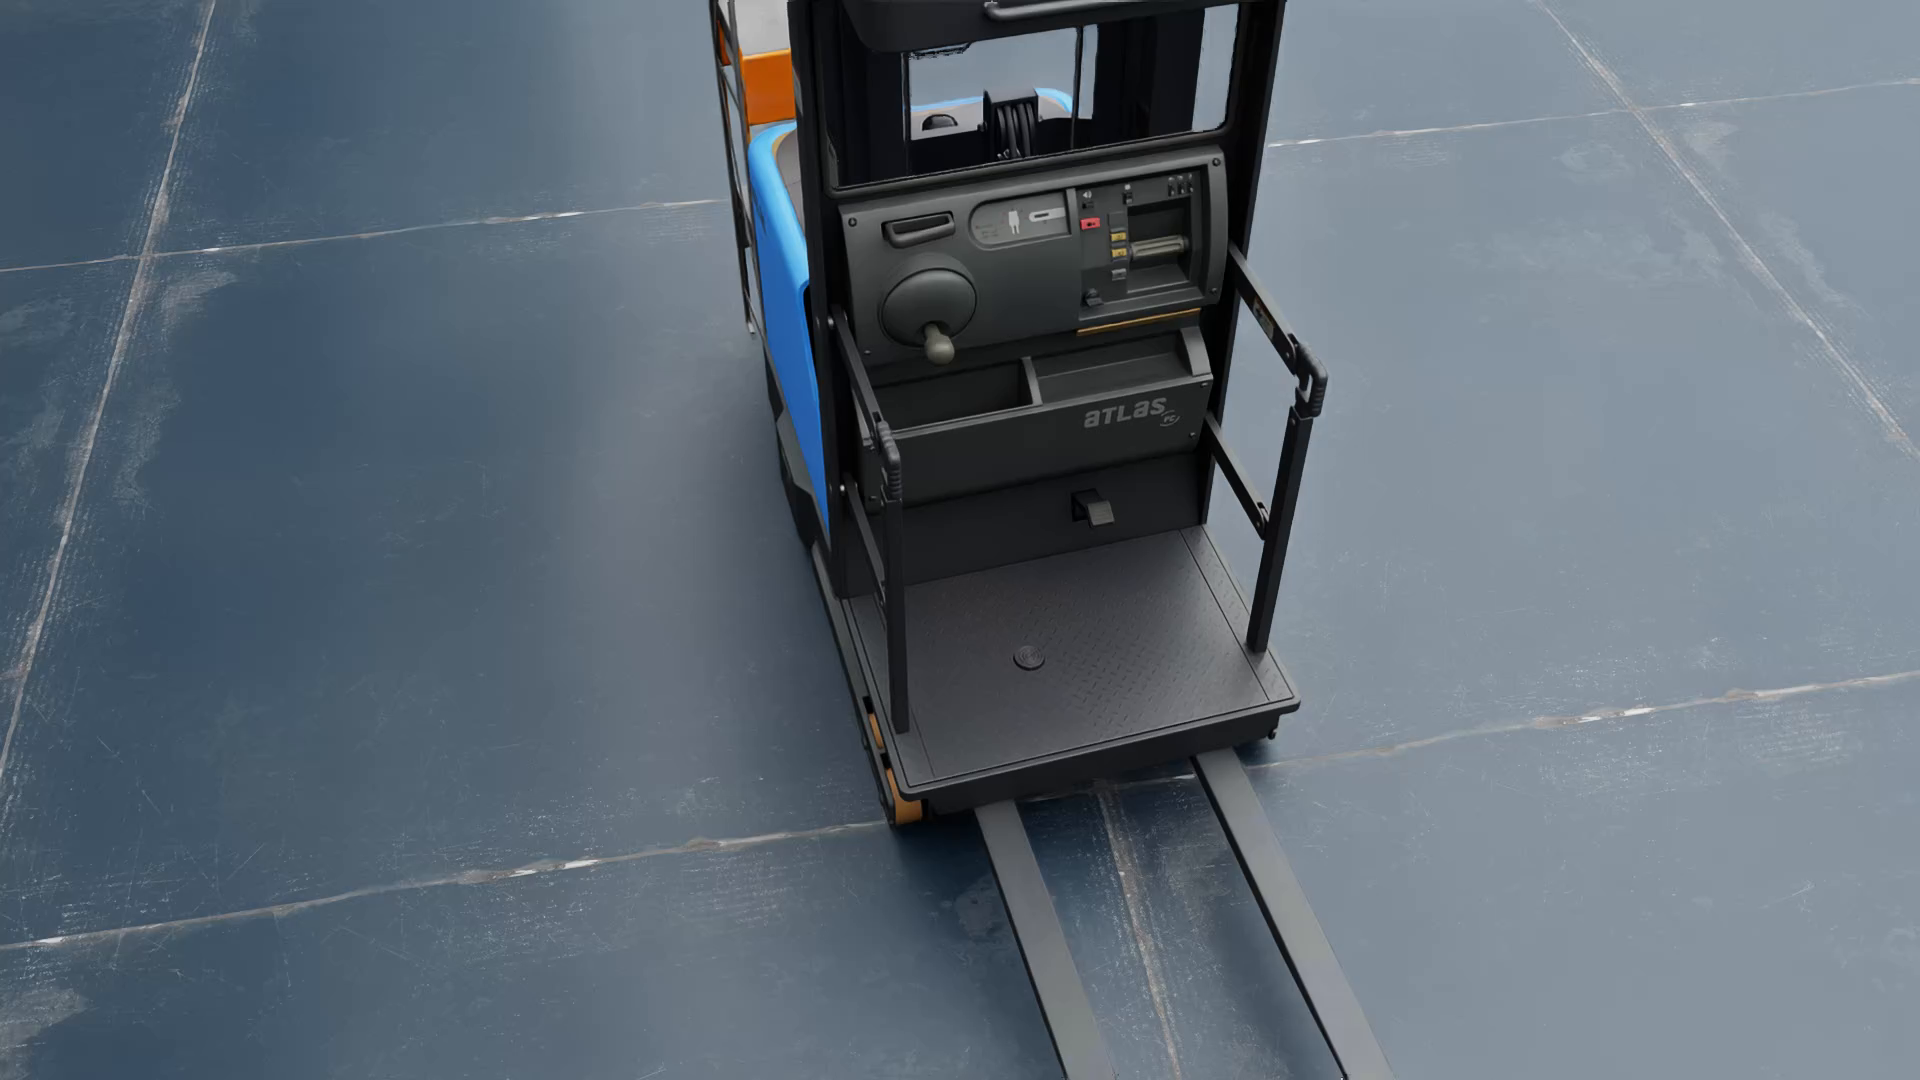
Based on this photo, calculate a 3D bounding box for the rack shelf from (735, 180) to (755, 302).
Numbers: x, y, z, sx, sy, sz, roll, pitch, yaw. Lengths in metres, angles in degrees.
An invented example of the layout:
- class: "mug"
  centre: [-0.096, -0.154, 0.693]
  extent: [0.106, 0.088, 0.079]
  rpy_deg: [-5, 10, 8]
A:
- class: "rack shelf"
  centre: [-0.476, -0.948, 5.696]
  extent: [0.480, 0.518, 0.431]
  rpy_deg: [-13, 47, -12]

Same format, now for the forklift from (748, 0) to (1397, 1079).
- class: "forklift"
  centre: [0.248, -0.570, 3.763]
  extent: [1.130, 2.935, 3.031]
  rpy_deg: [-12, 47, -11]

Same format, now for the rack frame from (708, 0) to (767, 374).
- class: "rack frame"
  centre: [-0.709, -1.390, 5.131]
  extent: [0.015, 2.100, 0.400]
  rpy_deg: [-13, 47, -12]

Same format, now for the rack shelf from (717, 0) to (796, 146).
- class: "rack shelf"
  centre: [-0.476, -1.434, 5.192]
  extent: [0.480, 0.518, 0.431]
  rpy_deg: [-13, 47, -12]

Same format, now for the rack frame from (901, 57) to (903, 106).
- class: "rack frame"
  centre: [-0.244, -1.498, 5.235]
  extent: [0.015, 2.100, 0.400]
  rpy_deg: [-13, 47, -12]

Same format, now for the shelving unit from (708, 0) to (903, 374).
- class: "shelving unit"
  centre: [-0.476, -1.444, 5.183]
  extent: [0.503, 2.100, 0.431]
  rpy_deg: [-13, 47, -12]
